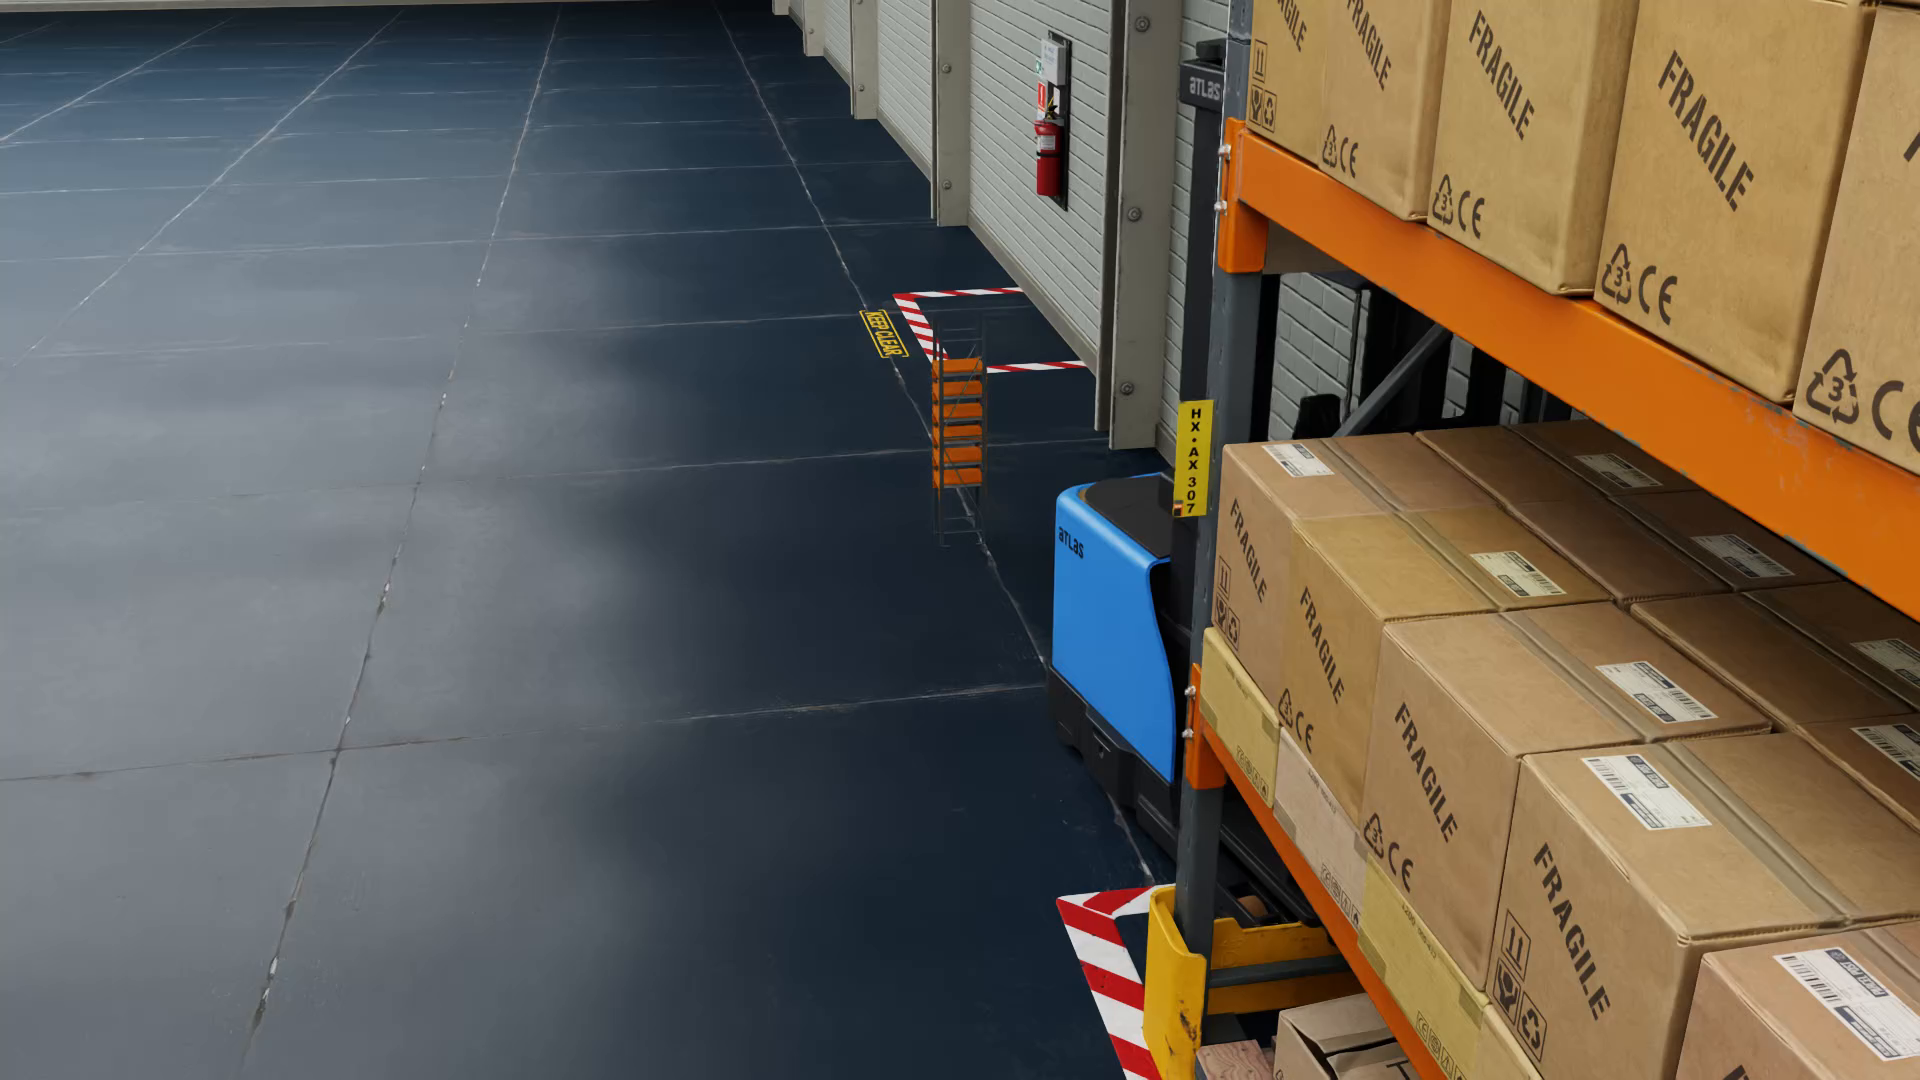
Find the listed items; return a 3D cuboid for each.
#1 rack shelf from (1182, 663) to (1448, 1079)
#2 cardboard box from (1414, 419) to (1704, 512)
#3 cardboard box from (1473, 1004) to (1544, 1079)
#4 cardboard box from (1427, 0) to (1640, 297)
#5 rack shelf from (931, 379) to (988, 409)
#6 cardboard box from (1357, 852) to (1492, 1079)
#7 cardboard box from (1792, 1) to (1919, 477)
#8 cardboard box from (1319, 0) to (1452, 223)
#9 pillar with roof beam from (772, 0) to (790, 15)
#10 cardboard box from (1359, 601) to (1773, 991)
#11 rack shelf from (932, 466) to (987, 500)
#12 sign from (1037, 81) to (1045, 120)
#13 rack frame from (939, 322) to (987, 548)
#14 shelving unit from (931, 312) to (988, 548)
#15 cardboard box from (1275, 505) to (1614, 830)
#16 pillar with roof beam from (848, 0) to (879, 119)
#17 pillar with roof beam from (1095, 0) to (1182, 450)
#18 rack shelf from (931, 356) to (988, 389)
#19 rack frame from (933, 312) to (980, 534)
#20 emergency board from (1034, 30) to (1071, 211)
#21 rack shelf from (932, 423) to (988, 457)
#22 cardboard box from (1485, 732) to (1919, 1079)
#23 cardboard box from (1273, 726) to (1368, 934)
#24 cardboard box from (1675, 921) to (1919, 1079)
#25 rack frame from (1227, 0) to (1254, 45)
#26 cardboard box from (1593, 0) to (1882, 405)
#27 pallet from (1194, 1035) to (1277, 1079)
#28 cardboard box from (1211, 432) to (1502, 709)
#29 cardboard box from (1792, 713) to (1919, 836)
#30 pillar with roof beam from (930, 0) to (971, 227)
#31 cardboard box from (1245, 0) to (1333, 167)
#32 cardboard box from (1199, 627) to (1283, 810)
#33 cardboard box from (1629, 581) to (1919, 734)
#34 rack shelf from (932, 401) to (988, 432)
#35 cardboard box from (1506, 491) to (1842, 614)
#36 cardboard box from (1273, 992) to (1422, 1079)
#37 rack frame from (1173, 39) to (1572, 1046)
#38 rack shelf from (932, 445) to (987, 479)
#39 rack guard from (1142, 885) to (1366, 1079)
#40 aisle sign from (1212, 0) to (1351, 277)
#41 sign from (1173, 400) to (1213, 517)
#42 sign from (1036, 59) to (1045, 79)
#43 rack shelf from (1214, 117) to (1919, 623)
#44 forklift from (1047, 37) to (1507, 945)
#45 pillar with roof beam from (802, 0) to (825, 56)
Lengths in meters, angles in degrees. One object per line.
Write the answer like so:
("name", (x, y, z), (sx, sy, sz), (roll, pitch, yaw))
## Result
("rack shelf", (1.524, 1.259, 3.019), (1.077, 0.370, 4.000), (-4, 24, -10))
("cardboard box", (1.450, 0.028, 4.164), (0.500, 0.500, 0.500), (-5, 24, -10))
("cardboard box", (1.222, 1.020, 2.828), (0.500, 0.250, 0.500), (-4, 24, -9))
("cardboard box", (1.134, -0.719, 2.752), (0.500, 0.500, 0.500), (-3, 24, -7))
("rack shelf", (-0.003, -0.735, 8.445), (0.258, 0.103, 0.180), (-4, 24, -10))
("cardboard box", (1.130, 0.821, 3.284), (0.500, 0.250, 0.500), (-5, 24, -11))
("cardboard box", (1.337, -0.309, 1.813), (0.500, 0.500, 0.500), (-5, 24, -12))
("cardboard box", (1.034, -0.923, 3.219), (0.500, 0.500, 0.500), (-3, 24, -6))
("pillar with roof beam", (-7.645, -13.877, 29.280), (9.100, 9.000, 0.400), (-4, 24, -10))
("cardboard box", (1.118, 0.467, 3.158), (0.500, 0.500, 0.500), (-5, 24, -11))
("rack shelf", (-0.003, -0.295, 8.637), (0.258, 0.103, 0.180), (-4, 24, -10))
("sign", (0.604, -3.223, 12.336), (0.001, 0.329, 0.234), (-4, 24, -10))
("rack frame", (0.014, -0.520, 8.440), (0.240, 1.200, 0.006), (-4, 24, -10))
("shelving unit", (-0.003, -0.556, 8.523), (0.258, 1.200, 0.189), (-4, 24, -10))
("cardboard box", (1.028, 0.263, 3.625), (0.500, 0.500, 0.500), (-4, 24, -10))
("pillar with roof beam", (-5.426, -9.157, 18.473), (9.100, 9.000, 0.400), (-4, 24, -10))
("pillar with roof beam", (-3.207, -4.437, 7.666), (9.100, 9.000, 0.400), (-4, 24, -10))
("rack shelf", (-0.003, -0.845, 8.397), (0.258, 0.103, 0.180), (-4, 24, -10))
("rack frame", (-0.020, -0.592, 8.605), (0.240, 1.200, 0.006), (-4, 24, -10))
("emergency board", (0.604, -2.981, 11.828), (0.194, 1.169, 0.643), (-4, 24, -10))
("rack shelf", (-0.003, -0.515, 8.541), (0.258, 0.103, 0.180), (-4, 24, -10))
("cardboard box", (1.225, 0.669, 2.695), (0.500, 0.500, 0.500), (-4, 24, -8))
("cardboard box", (1.042, 0.621, 3.744), (0.500, 0.250, 0.500), (-5, 24, -11))
("cardboard box", (1.322, 0.874, 2.227), (0.500, 0.500, 0.500), (-5, 24, -11))
("rack frame", (1.154, -2.607, 3.476), (1.000, 3.000, 0.127), (-4, 24, -10))
("cardboard box", (1.254, -0.510, 2.273), (0.500, 0.500, 0.500), (-3, 24, -6))
("pallet", (1.283, 1.772, 4.428), (1.003, 0.211, 1.213), (-4, 24, -10))
("cardboard box", (0.947, 0.068, 4.071), (0.500, 0.500, 0.500), (-4, 24, -10))
("cardboard box", (1.726, 0.628, 2.790), (0.500, 0.500, 0.500), (-4, 24, -9))
("pillar with roof beam", (-4.316, -6.797, 13.070), (9.100, 9.000, 0.400), (-4, 24, -10))
("cardboard box", (0.970, -1.137, 3.708), (0.500, 0.500, 0.500), (-4, 24, -8))
("cardboard box", (0.932, 0.417, 4.209), (0.500, 0.250, 0.500), (-5, 24, -11))
("cardboard box", (1.633, 0.430, 3.244), (0.500, 0.500, 0.500), (-5, 24, -11))
("rack shelf", (-0.003, -0.625, 8.493), (0.258, 0.103, 0.180), (-4, 24, -10))
("cardboard box", (1.533, 0.227, 3.709), (0.500, 0.500, 0.500), (-4, 24, -9))
("cardboard box", (1.193, 1.452, 4.488), (0.500, 0.311, 0.500), (-7, 25, -16))
("rack frame", (1.154, 0.142, 4.676), (1.000, 3.000, 0.127), (-4, 24, -10))
("rack shelf", (-0.003, -0.405, 8.589), (0.258, 0.103, 0.180), (-4, 24, -10))
("rack guard", (1.168, 1.318, 5.108), (1.175, 0.500, 0.348), (-4, 24, -10))
("aisle sign", (0.846, -1.055, 4.170), (0.394, 0.787, 0.004), (-4, 24, -10))
("sign", (0.621, -0.214, 4.411), (0.100, 0.325, 0.005), (-4, 24, -10))
("sign", (0.596, -3.463, 12.225), (0.001, 0.109, 0.331), (-4, 24, -10))
("rack shelf", (1.524, -0.116, 2.419), (1.077, 0.370, 4.000), (-4, 24, -10))
("forklift", (1.401, -0.097, 5.311), (1.130, 2.935, 3.031), (-10, 25, -21))
("pillar with roof beam", (-6.535, -11.517, 23.877), (9.100, 9.000, 0.400), (-4, 24, -10))
